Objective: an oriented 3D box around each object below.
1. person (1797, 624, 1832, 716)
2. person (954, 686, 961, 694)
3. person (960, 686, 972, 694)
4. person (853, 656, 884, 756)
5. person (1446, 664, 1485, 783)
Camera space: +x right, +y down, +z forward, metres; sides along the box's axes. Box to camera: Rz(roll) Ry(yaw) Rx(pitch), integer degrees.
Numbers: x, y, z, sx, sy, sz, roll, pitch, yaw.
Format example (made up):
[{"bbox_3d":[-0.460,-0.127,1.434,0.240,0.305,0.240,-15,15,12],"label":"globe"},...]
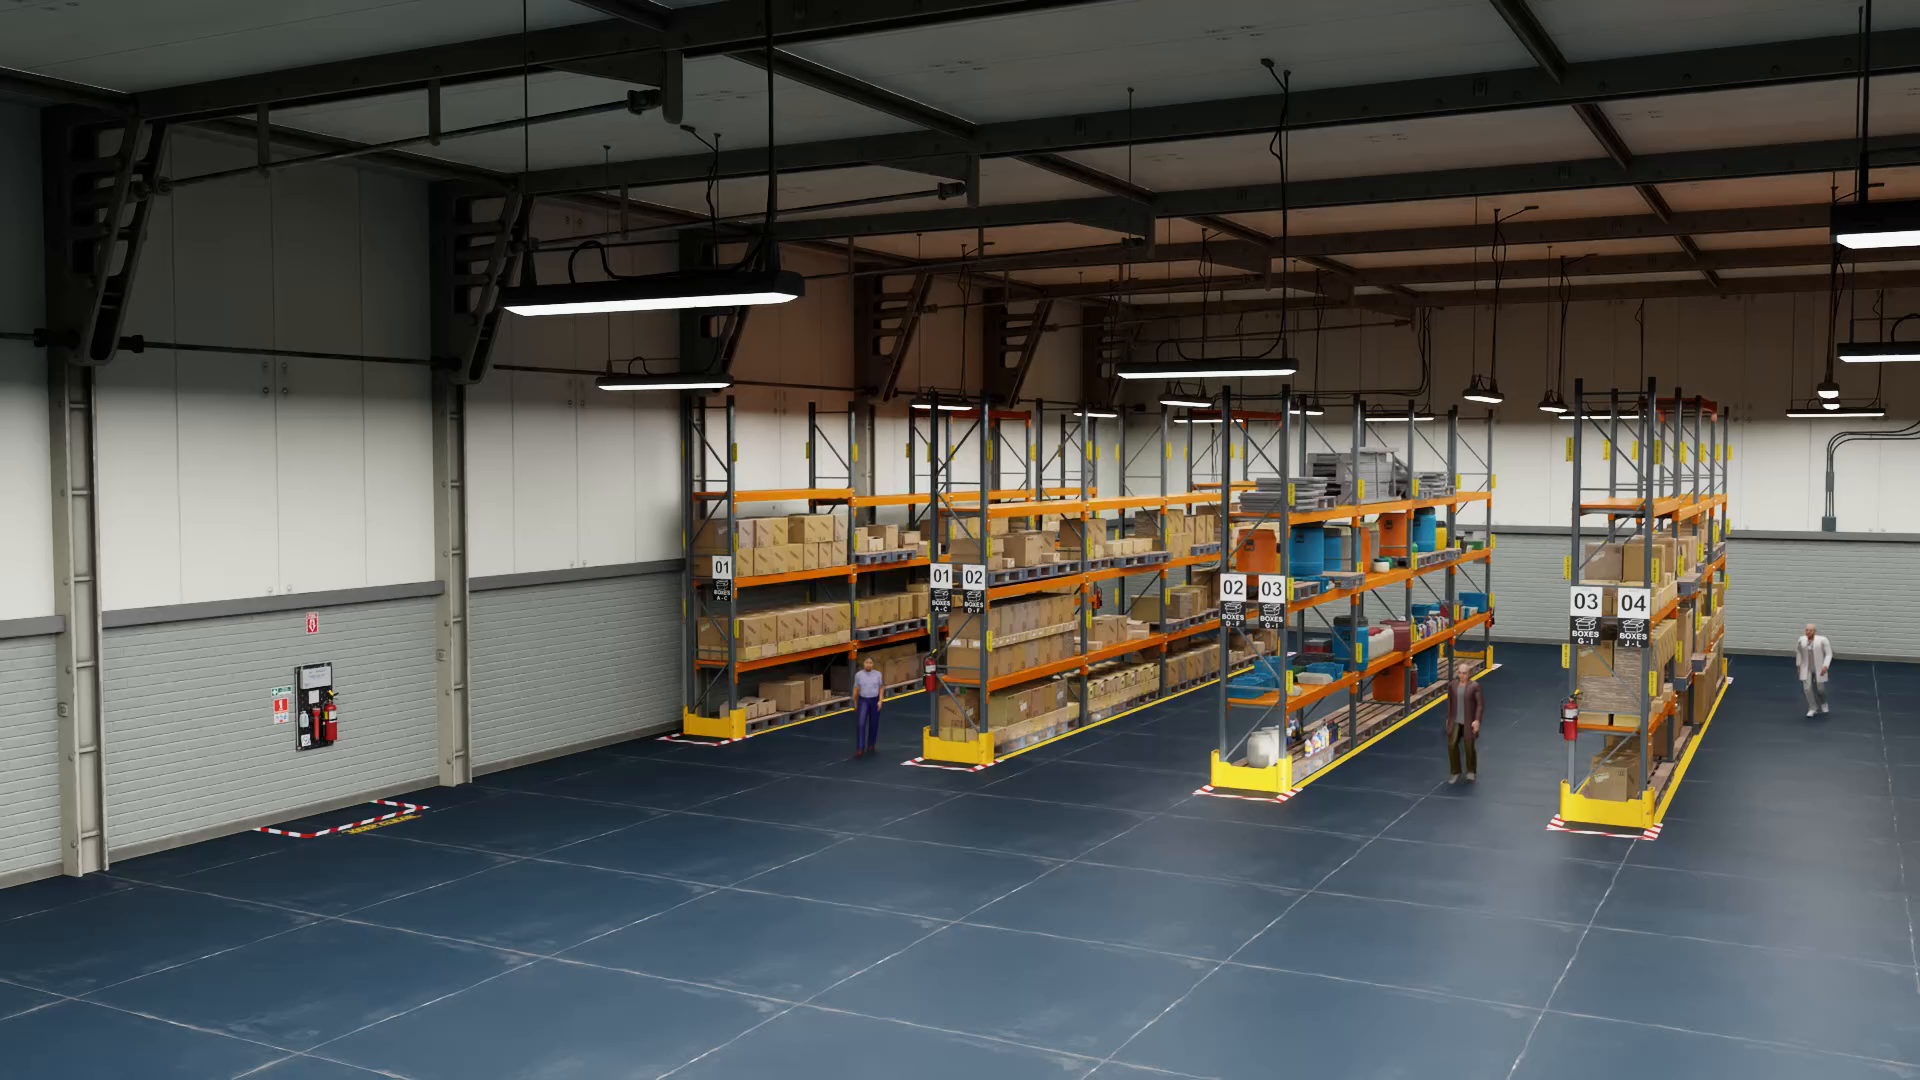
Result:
[{"bbox_3d":[16.322,2.461,31.751,0.634,1.757,0.749,2,4,38],"label":"person"},{"bbox_3d":[0.136,2.383,34.043,0.463,1.660,0.840,2,3,30],"label":"person"},{"bbox_3d":[0.256,2.502,30.905,0.587,1.756,0.665,3,4,43],"label":"person"},{"bbox_3d":[-1.525,2.739,27.513,0.550,1.591,0.855,-1,3,-14],"label":"person"},{"bbox_3d":[7.669,2.806,25.301,0.631,1.845,0.595,2,4,38],"label":"person"}]
